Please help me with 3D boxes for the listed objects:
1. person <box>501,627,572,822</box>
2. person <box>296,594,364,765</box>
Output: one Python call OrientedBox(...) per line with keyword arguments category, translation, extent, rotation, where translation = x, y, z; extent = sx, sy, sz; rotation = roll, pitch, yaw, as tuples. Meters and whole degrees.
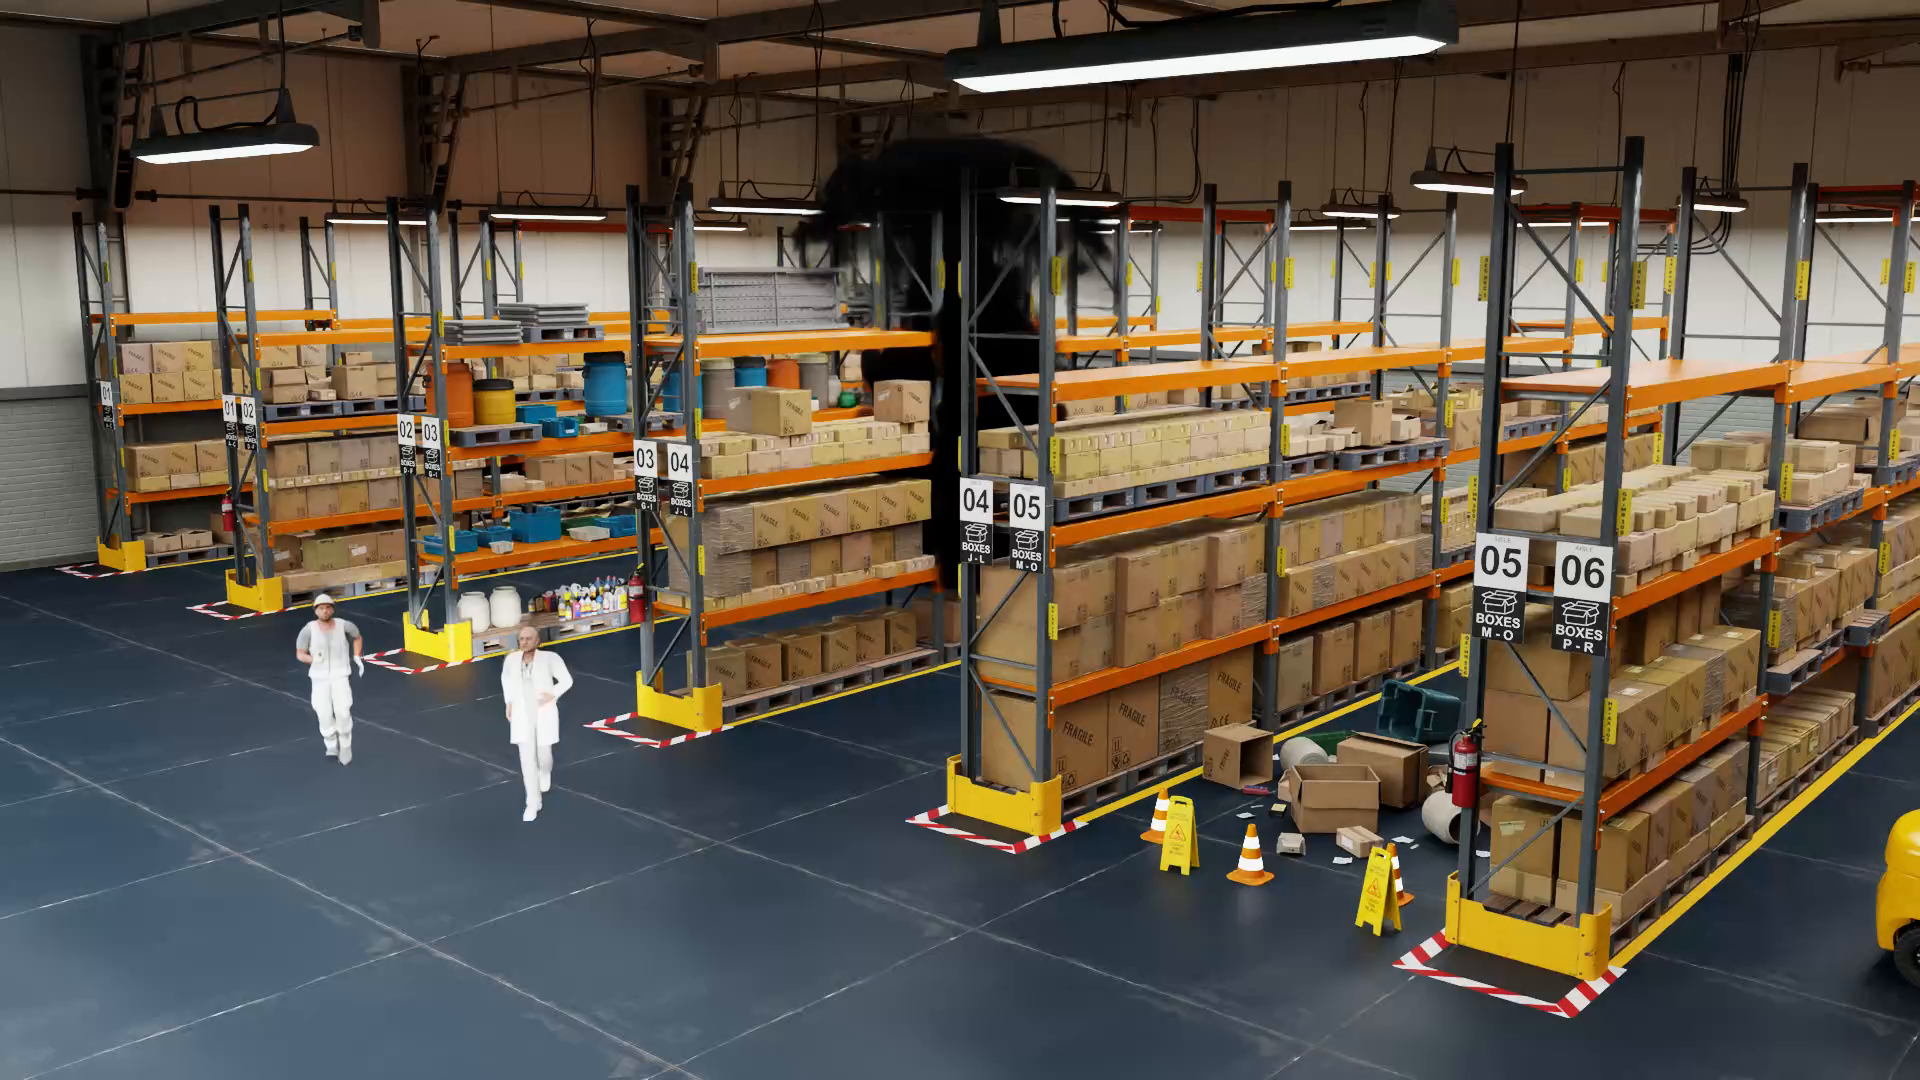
OrientedBox(category="person", translation=(-4.030, 1.717, 15.804), extent=(0.699, 1.743, 0.864), rotation=(-1, 9, -3))
OrientedBox(category="person", translation=(-6.501, 1.447, 17.197), extent=(0.639, 1.794, 0.711), rotation=(-3, 10, -18))
